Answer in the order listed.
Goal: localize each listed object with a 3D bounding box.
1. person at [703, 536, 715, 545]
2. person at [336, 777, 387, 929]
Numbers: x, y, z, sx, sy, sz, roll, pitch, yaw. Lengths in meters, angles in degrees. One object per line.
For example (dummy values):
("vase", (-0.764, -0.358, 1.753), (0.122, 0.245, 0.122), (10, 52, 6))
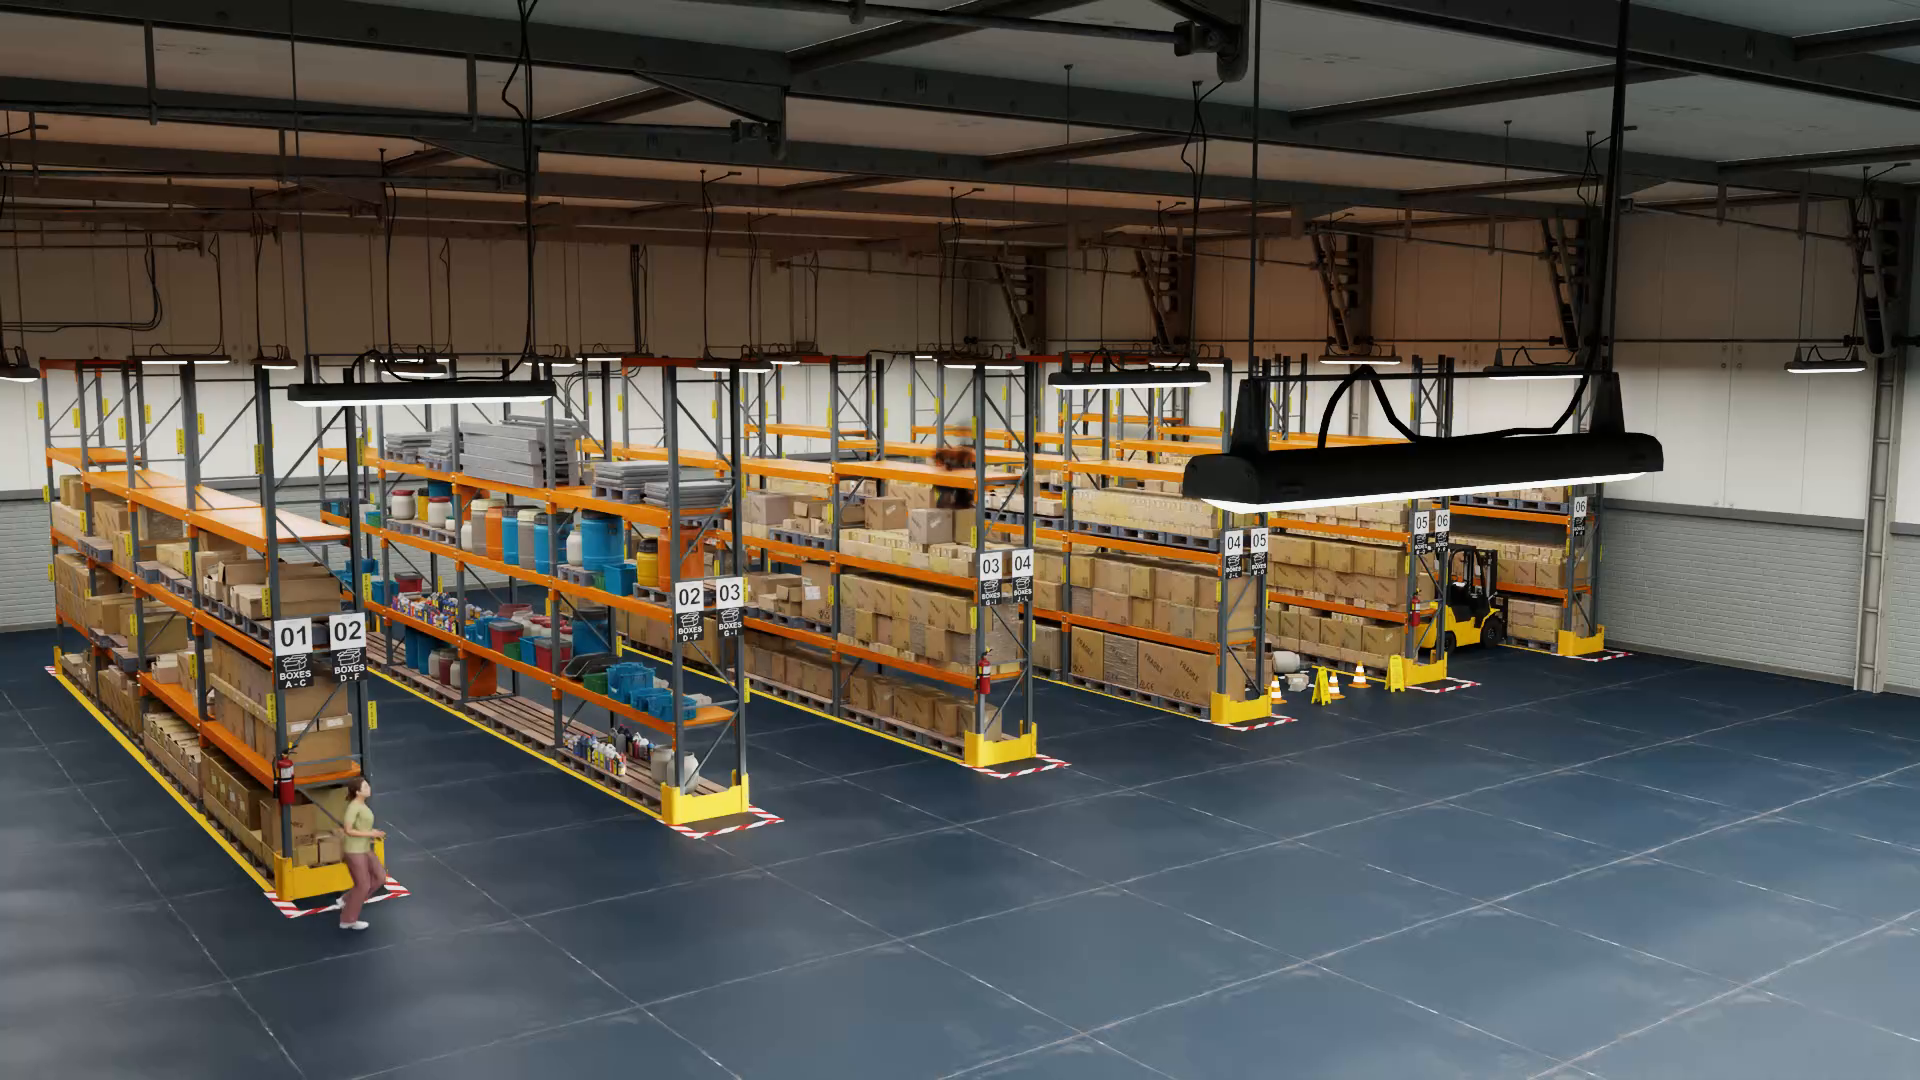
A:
("person", (-6.310, 0.602, 40.570), (0.733, 1.723, 0.839), (5, 8, 35))
("person", (-6.482, 3.371, 18.043), (0.560, 1.623, 0.597), (-1, 7, -5))
